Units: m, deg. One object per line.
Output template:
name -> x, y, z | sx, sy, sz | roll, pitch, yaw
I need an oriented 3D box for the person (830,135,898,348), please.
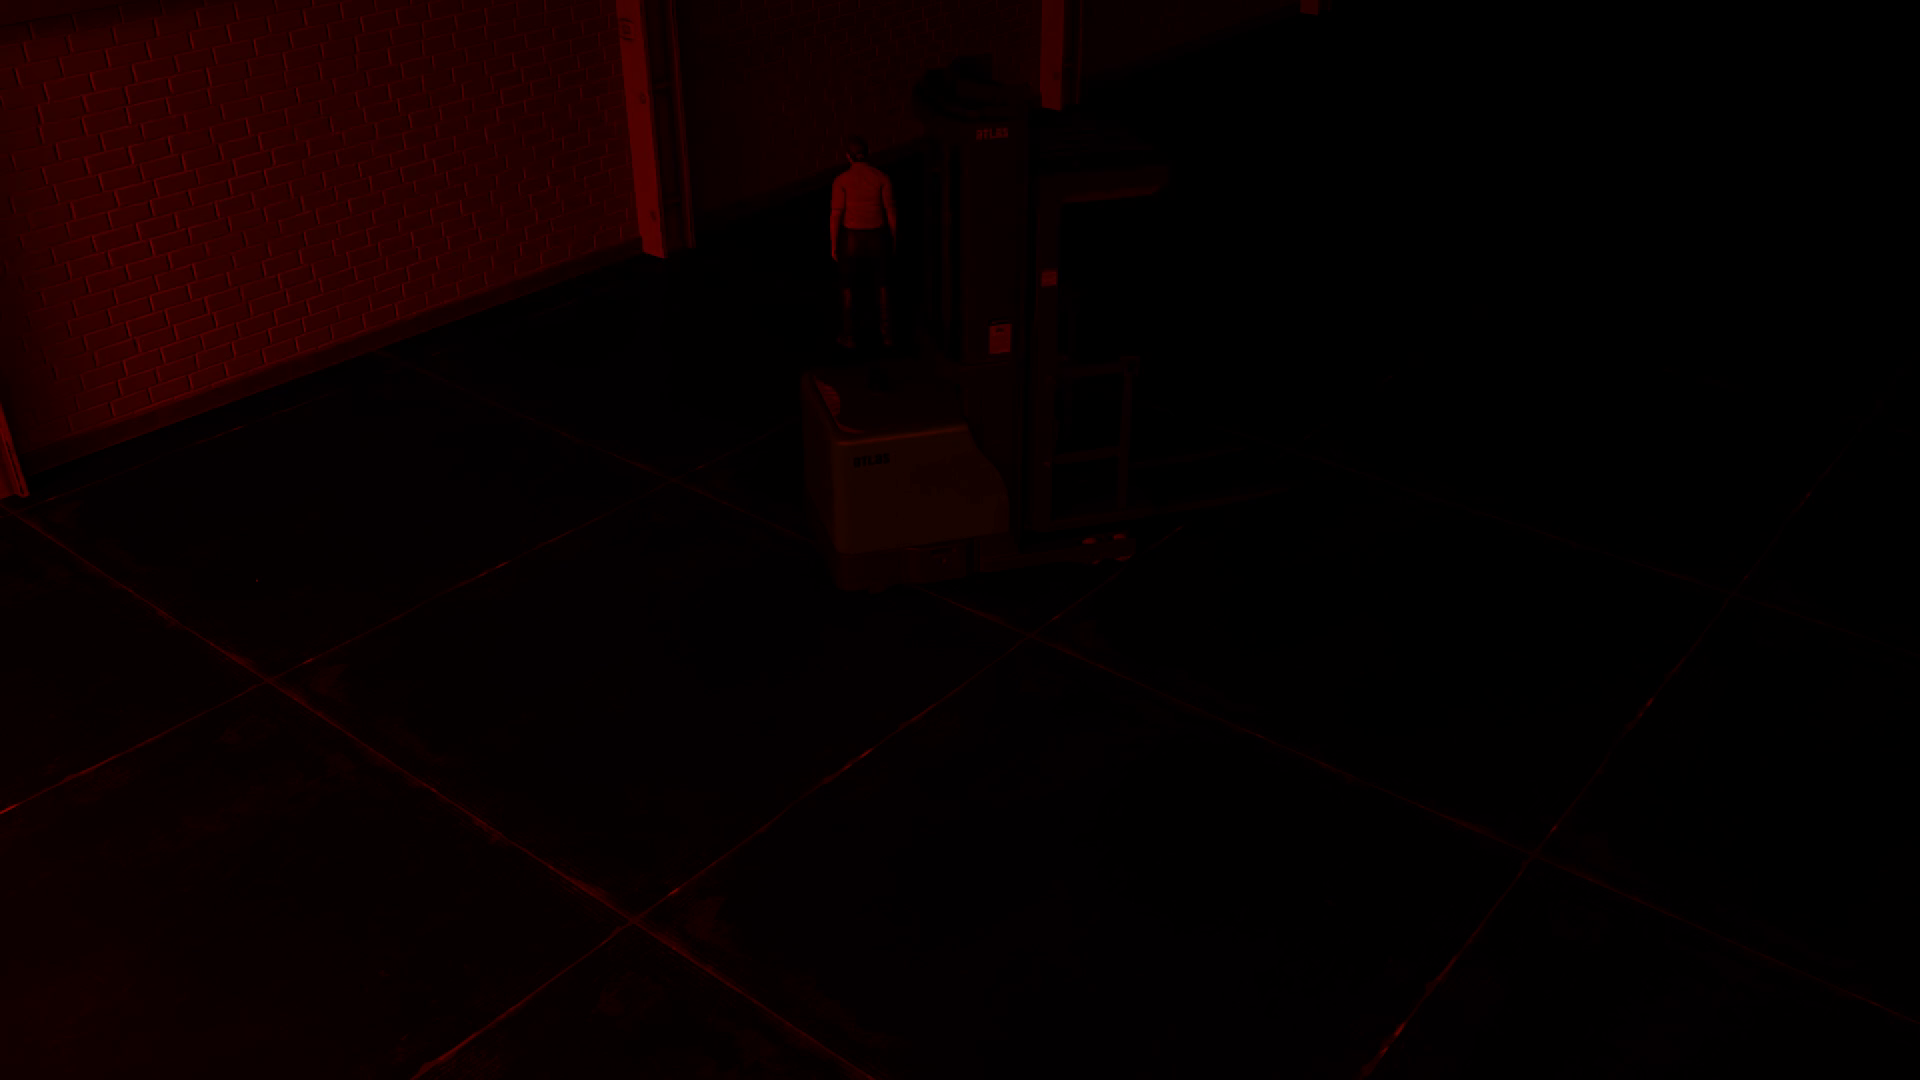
person -> -0.738, -2.270, 12.756 | 0.529, 1.654, 0.380 | -7, 31, -11

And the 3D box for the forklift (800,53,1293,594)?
forklift -> 0.585, -1.358, 9.918 | 3.031, 2.935, 1.130 | -8, 31, -14
